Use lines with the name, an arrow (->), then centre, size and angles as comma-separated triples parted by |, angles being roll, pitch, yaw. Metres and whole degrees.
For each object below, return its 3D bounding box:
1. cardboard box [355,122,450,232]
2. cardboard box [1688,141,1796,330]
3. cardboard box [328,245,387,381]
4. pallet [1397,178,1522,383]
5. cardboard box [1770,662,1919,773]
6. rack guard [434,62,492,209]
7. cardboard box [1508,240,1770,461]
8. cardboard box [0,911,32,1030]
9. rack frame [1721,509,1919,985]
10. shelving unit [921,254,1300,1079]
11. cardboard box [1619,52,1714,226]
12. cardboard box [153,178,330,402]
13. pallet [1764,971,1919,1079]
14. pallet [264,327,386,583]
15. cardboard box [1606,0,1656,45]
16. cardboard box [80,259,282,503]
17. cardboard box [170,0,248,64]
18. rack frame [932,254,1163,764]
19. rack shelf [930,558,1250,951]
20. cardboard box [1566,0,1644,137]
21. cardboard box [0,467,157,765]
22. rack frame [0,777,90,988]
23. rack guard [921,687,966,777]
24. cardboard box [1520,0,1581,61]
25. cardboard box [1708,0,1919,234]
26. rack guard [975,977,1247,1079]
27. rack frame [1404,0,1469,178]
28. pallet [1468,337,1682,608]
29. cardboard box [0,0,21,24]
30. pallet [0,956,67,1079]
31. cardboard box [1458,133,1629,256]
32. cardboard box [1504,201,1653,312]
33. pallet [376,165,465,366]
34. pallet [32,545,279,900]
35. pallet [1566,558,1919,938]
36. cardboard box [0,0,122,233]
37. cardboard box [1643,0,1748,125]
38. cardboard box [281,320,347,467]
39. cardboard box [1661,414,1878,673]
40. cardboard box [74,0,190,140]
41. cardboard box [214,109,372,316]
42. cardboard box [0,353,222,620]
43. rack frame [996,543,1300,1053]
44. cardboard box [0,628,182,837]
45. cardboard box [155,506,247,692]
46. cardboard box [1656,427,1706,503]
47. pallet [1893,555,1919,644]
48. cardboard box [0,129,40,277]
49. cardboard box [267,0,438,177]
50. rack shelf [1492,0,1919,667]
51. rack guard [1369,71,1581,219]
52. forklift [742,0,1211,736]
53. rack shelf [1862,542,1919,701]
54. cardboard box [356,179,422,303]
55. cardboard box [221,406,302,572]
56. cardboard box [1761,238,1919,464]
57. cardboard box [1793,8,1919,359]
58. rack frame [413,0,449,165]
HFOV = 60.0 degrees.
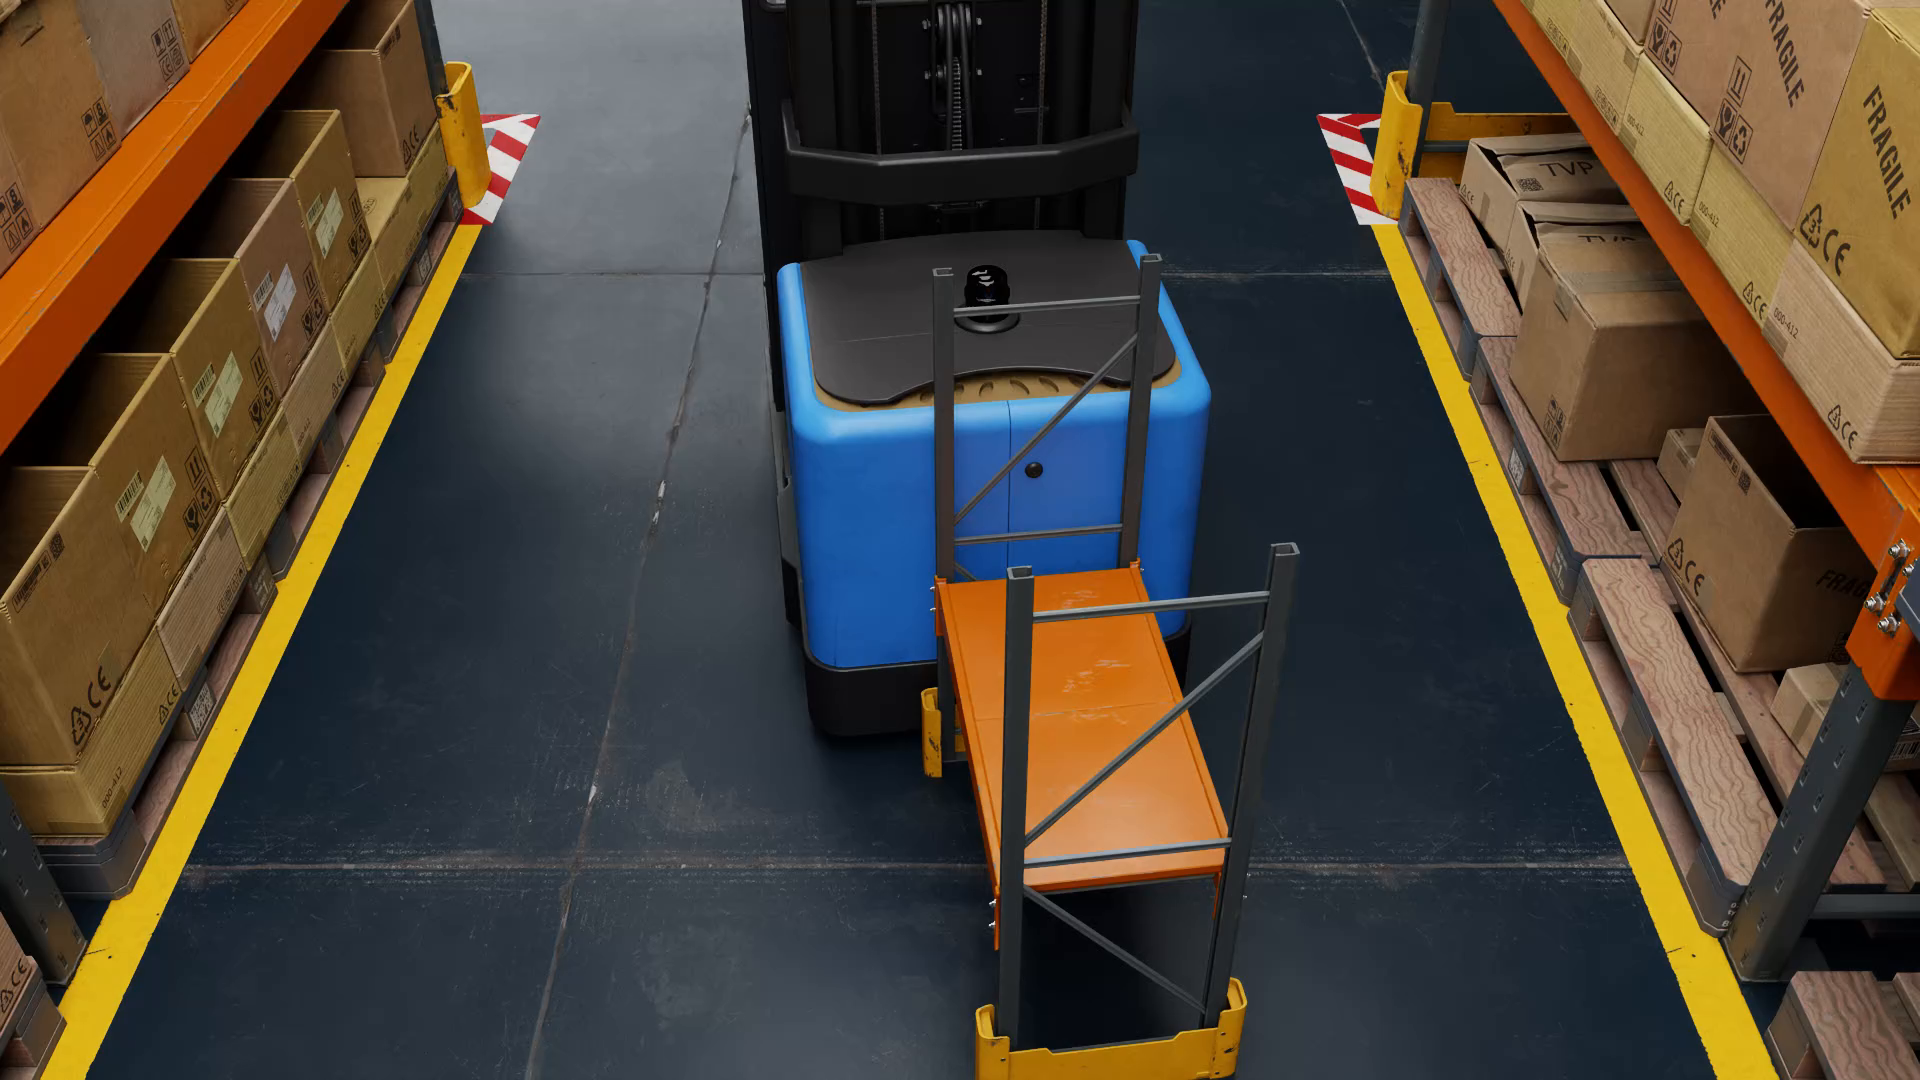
cardboard box -> -2.316, -1.409, 6.472 | 0.500, 0.250, 0.500 | 0, 39, 0
cardboard box -> 2.050, -0.714, 3.846 | 0.500, 0.250, 0.500 | 0, 39, 0
cardboard box -> -2.302, -0.783, 5.692 | 0.500, 0.250, 0.500 | 0, 39, 0
pallet -> 2.307, -1.015, 6.348 | 1.003, 0.211, 1.213 | 0, 39, 0
cardboard box -> 2.315, 0.442, 4.213 | 0.380, 0.166, 0.250 | -5, 39, -6
rack guard -> -2.613, -1.692, 6.962 | 1.175, 0.500, 0.348 | 0, 39, 0
cardboard box -> 2.203, -0.607, 5.256 | 0.700, 0.500, 0.500 | -2, 39, -3
cardboard box -> -2.318, 1.017, 3.445 | 0.500, 0.250, 0.500 | 0, 39, 0
rack frame -> 2.346, -0.157, 3.048 | 1.000, 3.000, 0.127 | 0, 39, 0
shelving unit -> 0.260, 0.311, 3.663 | 0.587, 1.500, 1.083 | -5, 39, -6
cardboard box -> 2.034, -1.029, 4.239 | 0.500, 0.250, 0.500 | 0, 39, 0
cardboard box -> -2.299, -0.763, 5.067 | 0.500, 0.500, 0.500 | 0, 39, 0
pallet -> 2.348, 1.418, 3.312 | 1.003, 0.211, 1.213 | 0, 39, 0
pallet -> -2.571, -0.325, 5.487 | 1.003, 0.211, 1.213 | 0, 39, 0
cardboard box -> 2.039, -1.647, 4.411 | 0.500, 0.500, 0.500 | 1, 39, 1
cardboard box -> -2.297, -0.450, 4.677 | 0.500, 0.500, 0.500 | 0, 39, 0
cardboard box -> -2.625, -1.761, 4.969 | 0.700, 0.500, 0.500 | 0, 39, 0
rack frame -> 0.190, -0.010, 4.063 | 0.500, 1.500, 0.032 | -5, 39, -6
rack shelf -> 0.259, 0.445, 3.782 | 0.538, 0.185, 1.000 | -5, 39, -6
cardboard box -> 2.032, -1.343, 4.631 | 0.500, 0.250, 0.500 | 0, 39, 0
cardboard box -> -2.295, 0.175, 3.896 | 0.500, 0.500, 0.500 | 0, 39, 0
rack frame -> -2.608, -0.151, 3.040 | 1.000, 3.000, 0.127 | 0, 39, 0
rack guard -> 0.193, 0.490, 4.439 | 0.587, 0.250, 0.087 | -5, 39, -6
cardboard box -> 2.034, -1.659, 5.026 | 0.500, 0.250, 0.500 | -1, 39, -1
cardboard box -> 2.030, -1.007, 3.612 | 0.500, 0.500, 0.500 | 0, 39, 0
rack guard -> 0.328, 1.107, 3.669 | 0.587, 0.250, 0.087 | -5, 39, -6
rack frame -> 2.341, -2.659, 6.169 | 1.000, 3.000, 0.127 | 0, 39, 0
pallet -> 2.305, -0.254, 5.398 | 1.003, 0.211, 1.213 | 0, 39, 0
cardboard box -> -2.417, -1.251, 3.813 | 0.380, 0.149, 0.250 | -1, 39, -2
pallet -> -2.568, 1.397, 3.337 | 1.003, 0.211, 1.213 | 0, 39, 0
cardboard box -> 2.252, -1.348, 6.332 | 0.500, 0.311, 0.500 | -4, 39, -5
cardboard box -> 2.253, -0.992, 5.887 | 0.500, 0.311, 0.500 | 3, 39, 4
pallet -> -2.570, -1.086, 6.437 | 1.003, 0.211, 1.213 | 0, 39, 0
pallet -> -2.567, 0.439, 4.533 | 1.003, 0.211, 1.213 | 0, 39, 0
pallet -> 2.310, 0.511, 4.444 | 1.003, 0.211, 1.213 | 0, 39, 0
cardboard box -> -2.619, -1.111, 4.158 | 0.700, 0.500, 0.500 | 1, 39, 1
cardboard box -> 2.040, -1.322, 4.005 | 0.500, 0.500, 0.500 | -1, 39, -1
cardboard box -> -2.303, -0.470, 5.301 | 0.500, 0.250, 0.500 | 0, 39, 0
cardboard box -> 2.305, -0.003, 4.502 | 0.500, 0.500, 0.500 | -3, 39, -3
cardboard box -> -2.620, -1.432, 4.558 | 0.700, 0.500, 0.500 | 1, 39, 1
cardboard box -> -2.299, -1.076, 5.457 | 0.500, 0.500, 0.500 | 0, 39, 0
cardboard box -> -2.304, -0.138, 4.287 | 0.500, 0.500, 0.500 | 0, 39, 0
rack frame -> 0.328, 0.620, 3.277 | 0.500, 1.500, 0.032 | -5, 39, -6
cardboard box -> -2.305, 0.468, 4.131 | 0.500, 0.250, 0.500 | 0, 39, 0
cardboard box -> -2.301, 0.155, 4.521 | 0.500, 0.250, 0.500 | 0, 39, 0
cardboard box -> 2.364, -0.217, 5.050 | 0.380, 0.149, 0.250 | -3, 39, -4
pallet -> 2.201, 0.396, 2.511 | 1.003, 0.211, 1.213 | 0, 39, 0
cardboard box -> -2.622, -0.798, 3.767 | 0.700, 0.500, 0.500 | 0, 39, -1
cardboard box -> -2.314, -1.701, 6.237 | 0.500, 0.500, 0.500 | 0, 39, 0
rack shelf -> 2.343, -1.127, 4.833 | 1.077, 0.370, 4.000 | 0, 39, 0
rack guard -> 2.341, -1.636, 6.891 | 1.175, 0.500, 0.348 | 0, 39, 0
forklift -> -0.087, -1.533, 4.820 | 1.130, 2.935, 3.031 | -5, 39, -6
rack shelf -> 2.348, 1.374, 1.712 | 1.077, 0.370, 4.000 | 0, 39, 0
cardboard box -> -2.304, -1.096, 6.082 | 0.500, 0.250, 0.500 | 0, 39, 0
cardboard box -> -2.296, -0.158, 4.911 | 0.500, 0.250, 0.500 | 0, 39, 0
cardboard box -> 2.042, -0.403, 3.458 | 0.500, 0.250, 0.500 | 0, 39, 0
cardboard box -> 2.036, -0.695, 3.222 | 0.500, 0.500, 0.500 | 0, 39, 0
rack frame -> -2.613, -2.653, 6.162 | 1.000, 3.000, 0.127 | 0, 39, 0
